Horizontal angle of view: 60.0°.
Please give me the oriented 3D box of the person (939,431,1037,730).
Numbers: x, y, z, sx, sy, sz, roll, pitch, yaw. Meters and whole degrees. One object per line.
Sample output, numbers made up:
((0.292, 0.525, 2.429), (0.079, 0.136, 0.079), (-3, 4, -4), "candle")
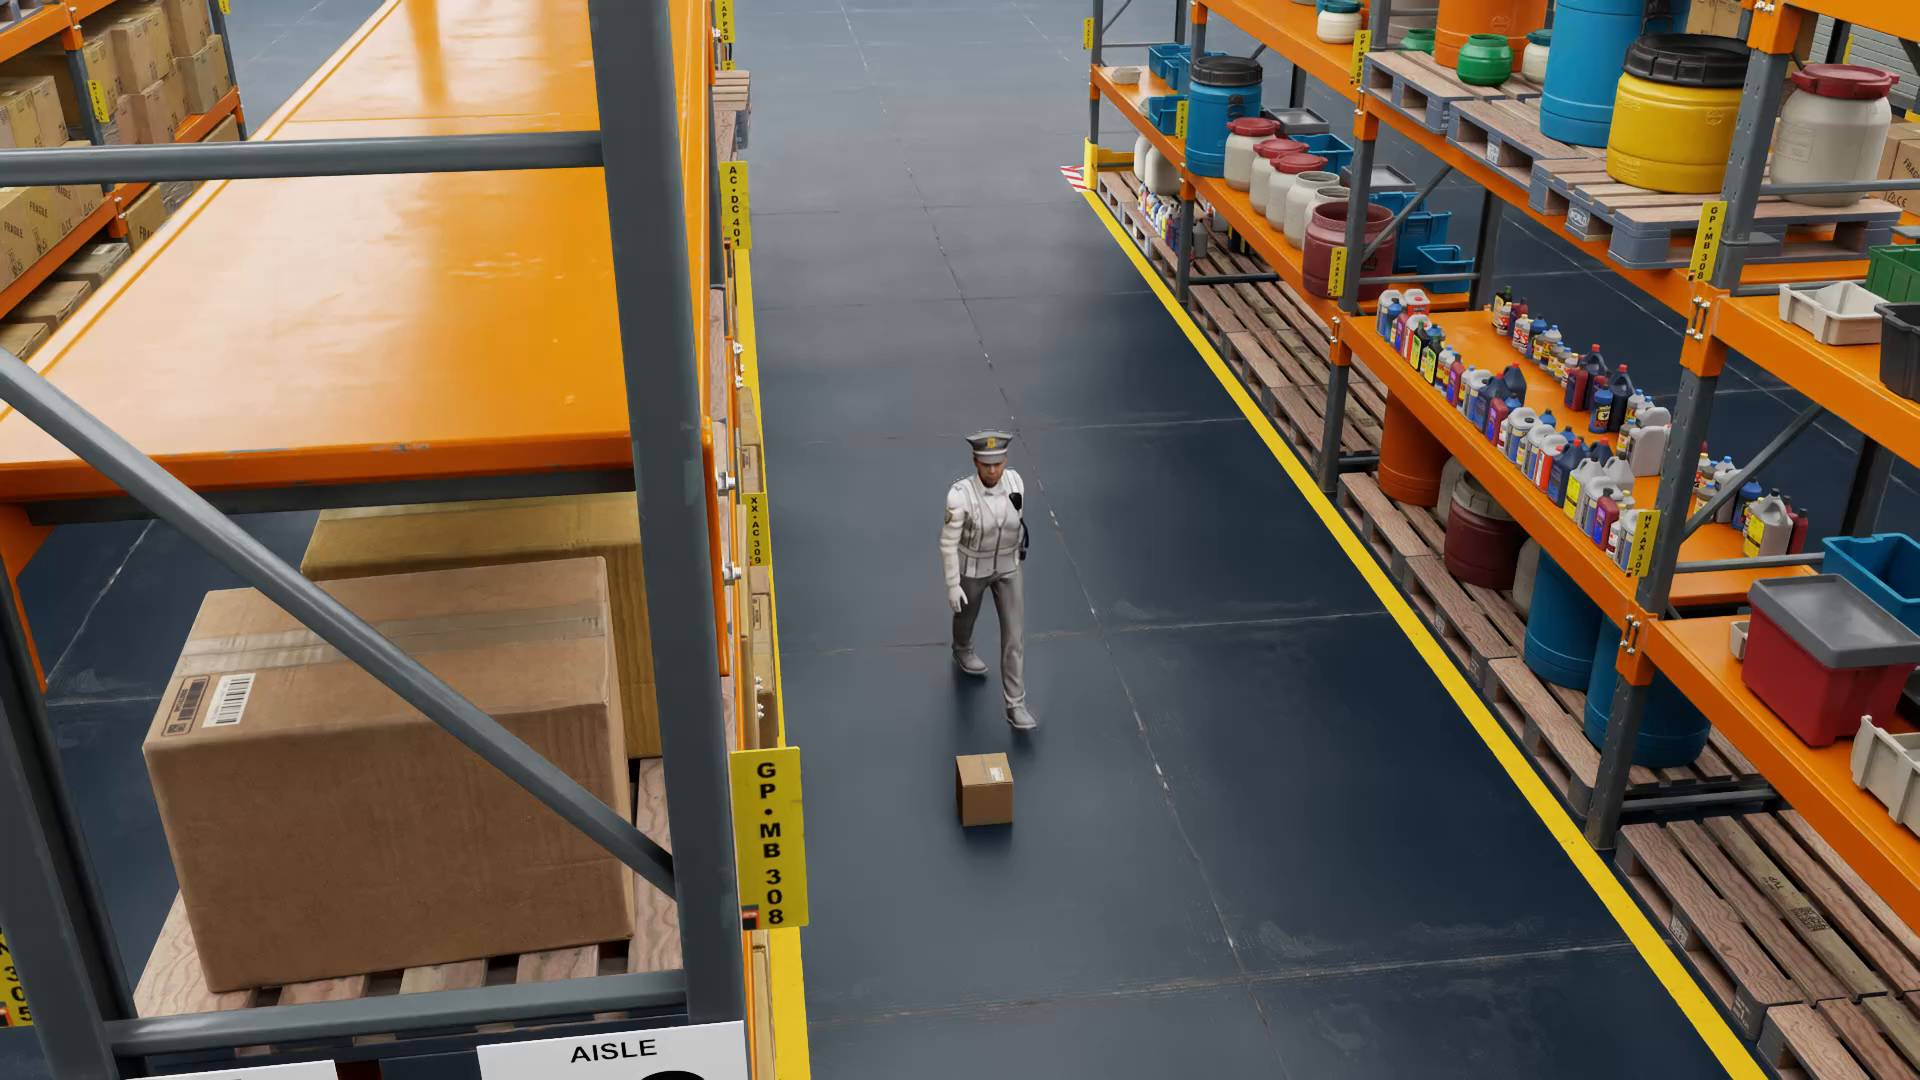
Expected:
((0.140, 0.157, 8.761), (0.508, 1.617, 0.997), (-7, 28, -14), "person")
